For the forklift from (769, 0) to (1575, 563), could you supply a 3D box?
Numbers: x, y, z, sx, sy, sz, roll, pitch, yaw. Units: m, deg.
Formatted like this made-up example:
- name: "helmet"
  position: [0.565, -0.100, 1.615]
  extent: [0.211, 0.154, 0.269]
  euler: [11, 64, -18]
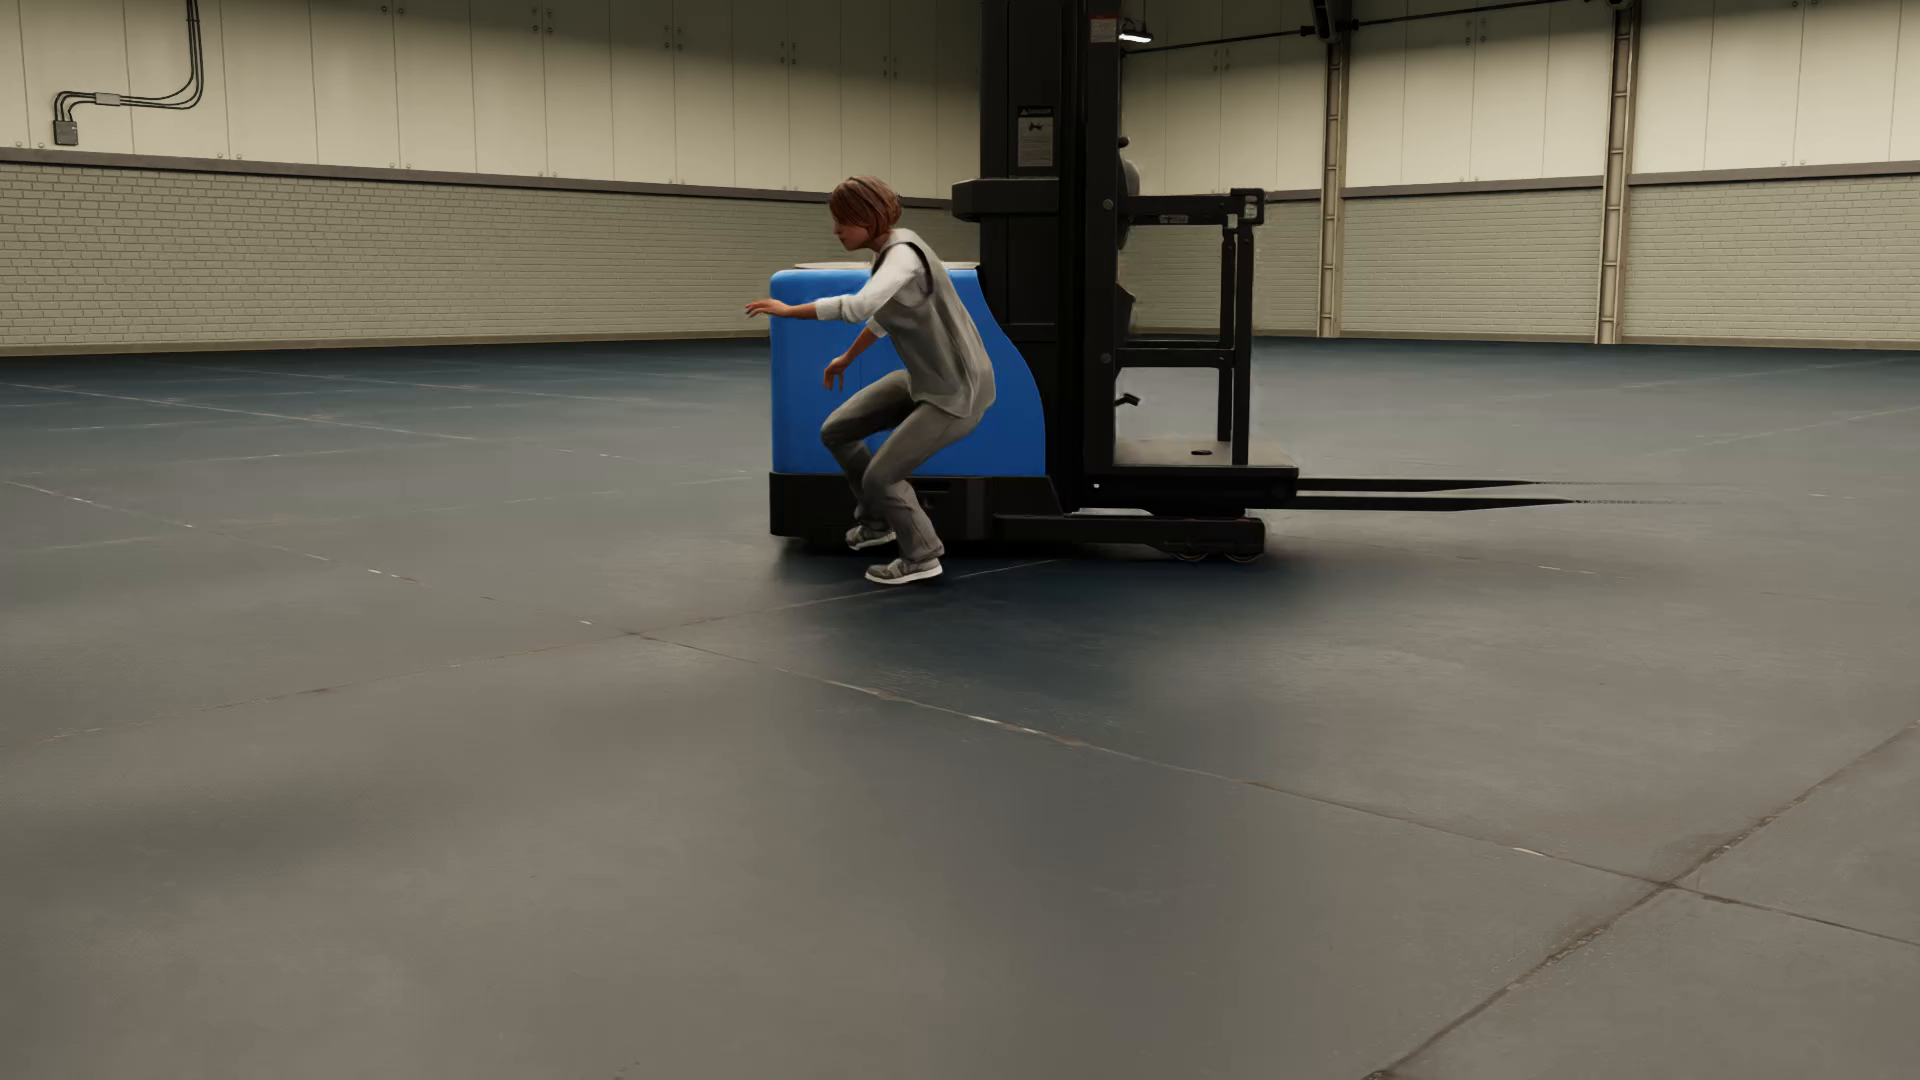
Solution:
- name: "forklift"
  position: [0.818, -1.447, 6.483]
  extent: [3.031, 2.935, 1.130]
  euler: [1, 9, 6]

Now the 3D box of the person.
- name: "person"
  position: [-0.329, -0.486, 5.439]
  extent: [0.839, 1.364, 0.915]
  euler: [-3, 9, -20]
